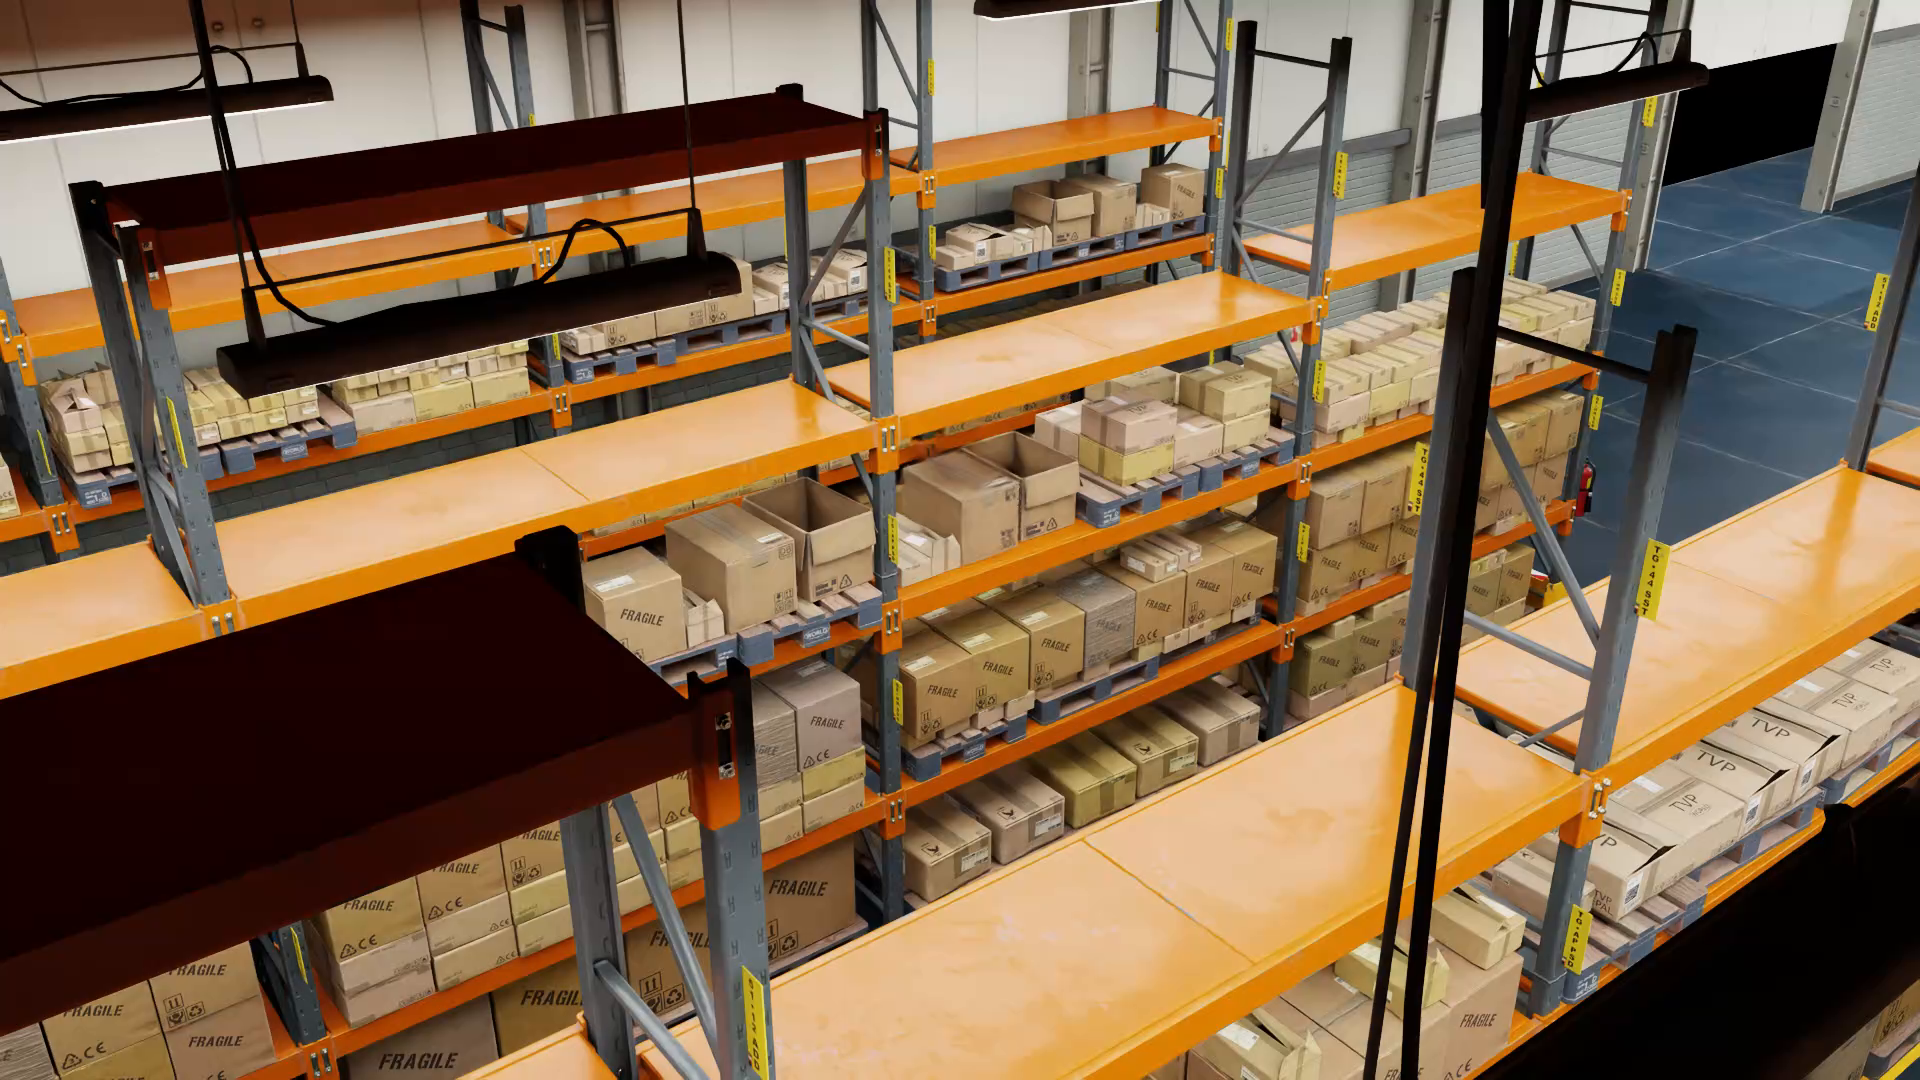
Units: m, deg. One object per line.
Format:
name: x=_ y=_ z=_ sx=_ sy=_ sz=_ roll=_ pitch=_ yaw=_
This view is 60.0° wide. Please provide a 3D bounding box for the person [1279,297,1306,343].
person: x=4.142 y=-2.165 z=20.545 sx=0.550 sy=1.748 sz=1.075 roll=-18 pitch=31 yaw=-32
